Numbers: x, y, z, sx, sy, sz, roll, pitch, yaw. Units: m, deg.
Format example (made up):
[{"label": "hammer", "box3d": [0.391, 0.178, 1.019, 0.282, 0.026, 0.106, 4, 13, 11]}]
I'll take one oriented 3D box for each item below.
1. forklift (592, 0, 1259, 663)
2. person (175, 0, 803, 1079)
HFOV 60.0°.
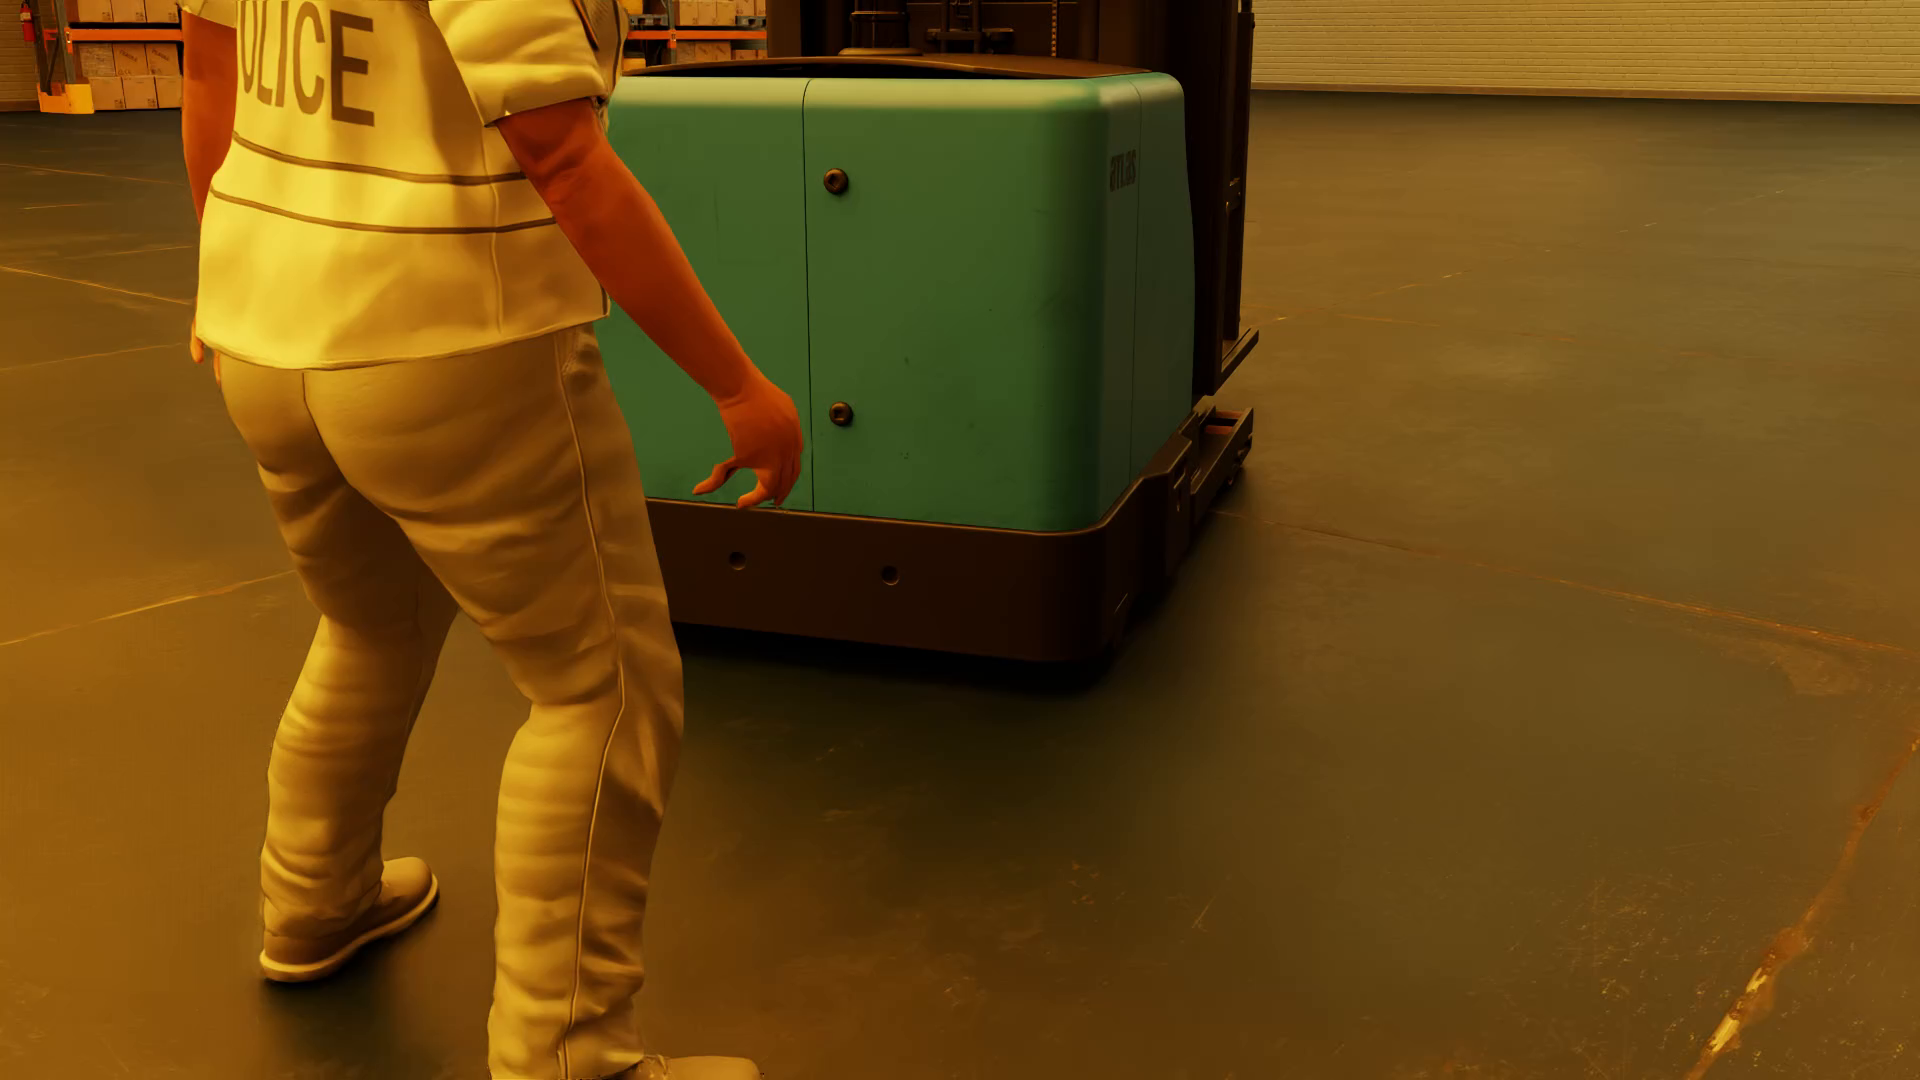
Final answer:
[{"label": "forklift", "box3d": [0.182, -1.571, 4.072, 1.130, 2.935, 3.031, 5, 18, 17]}, {"label": "person", "box3d": [-0.548, -0.187, 1.782, 0.840, 1.626, 0.443, 14, 22, 39]}]
